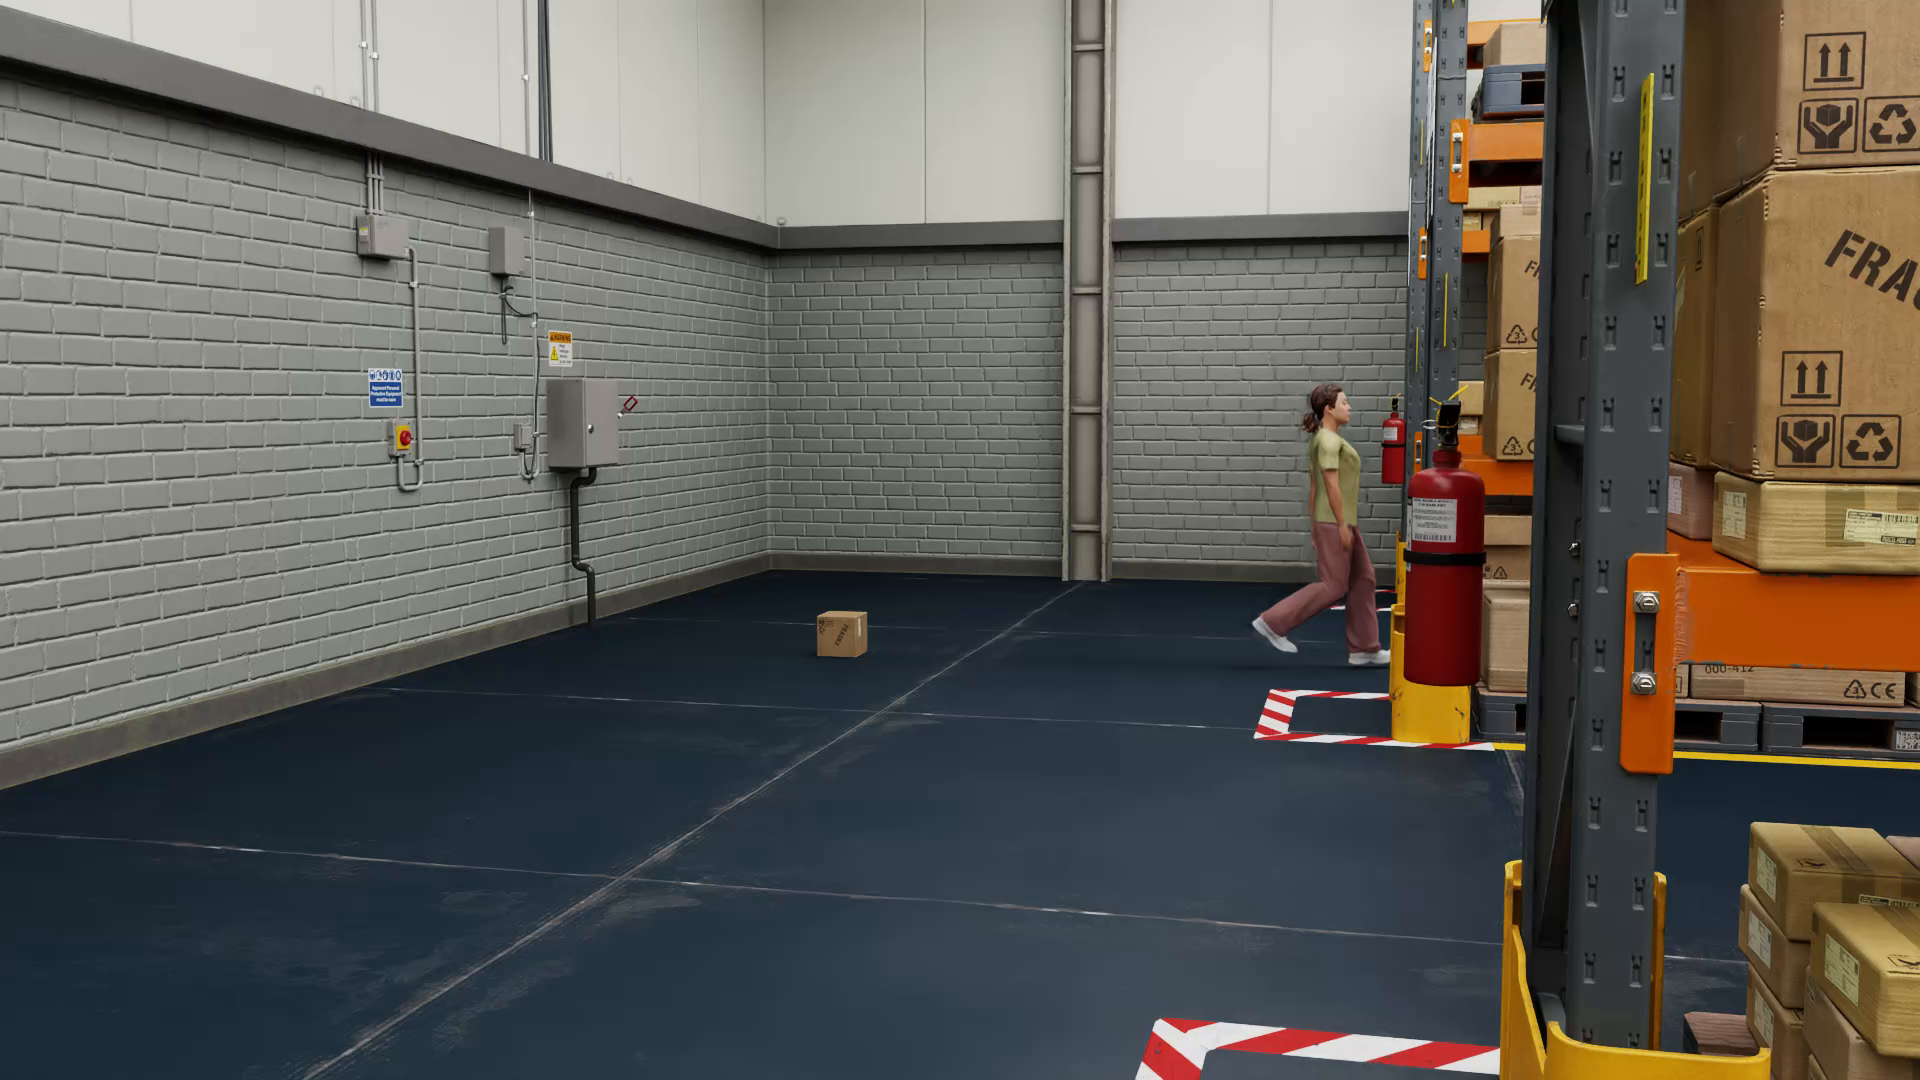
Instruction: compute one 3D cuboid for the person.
[{"bbox_3d":[2.149,-0.089,9.693,0.869,1.640,0.452,1,5,8],"label":"person"}]
